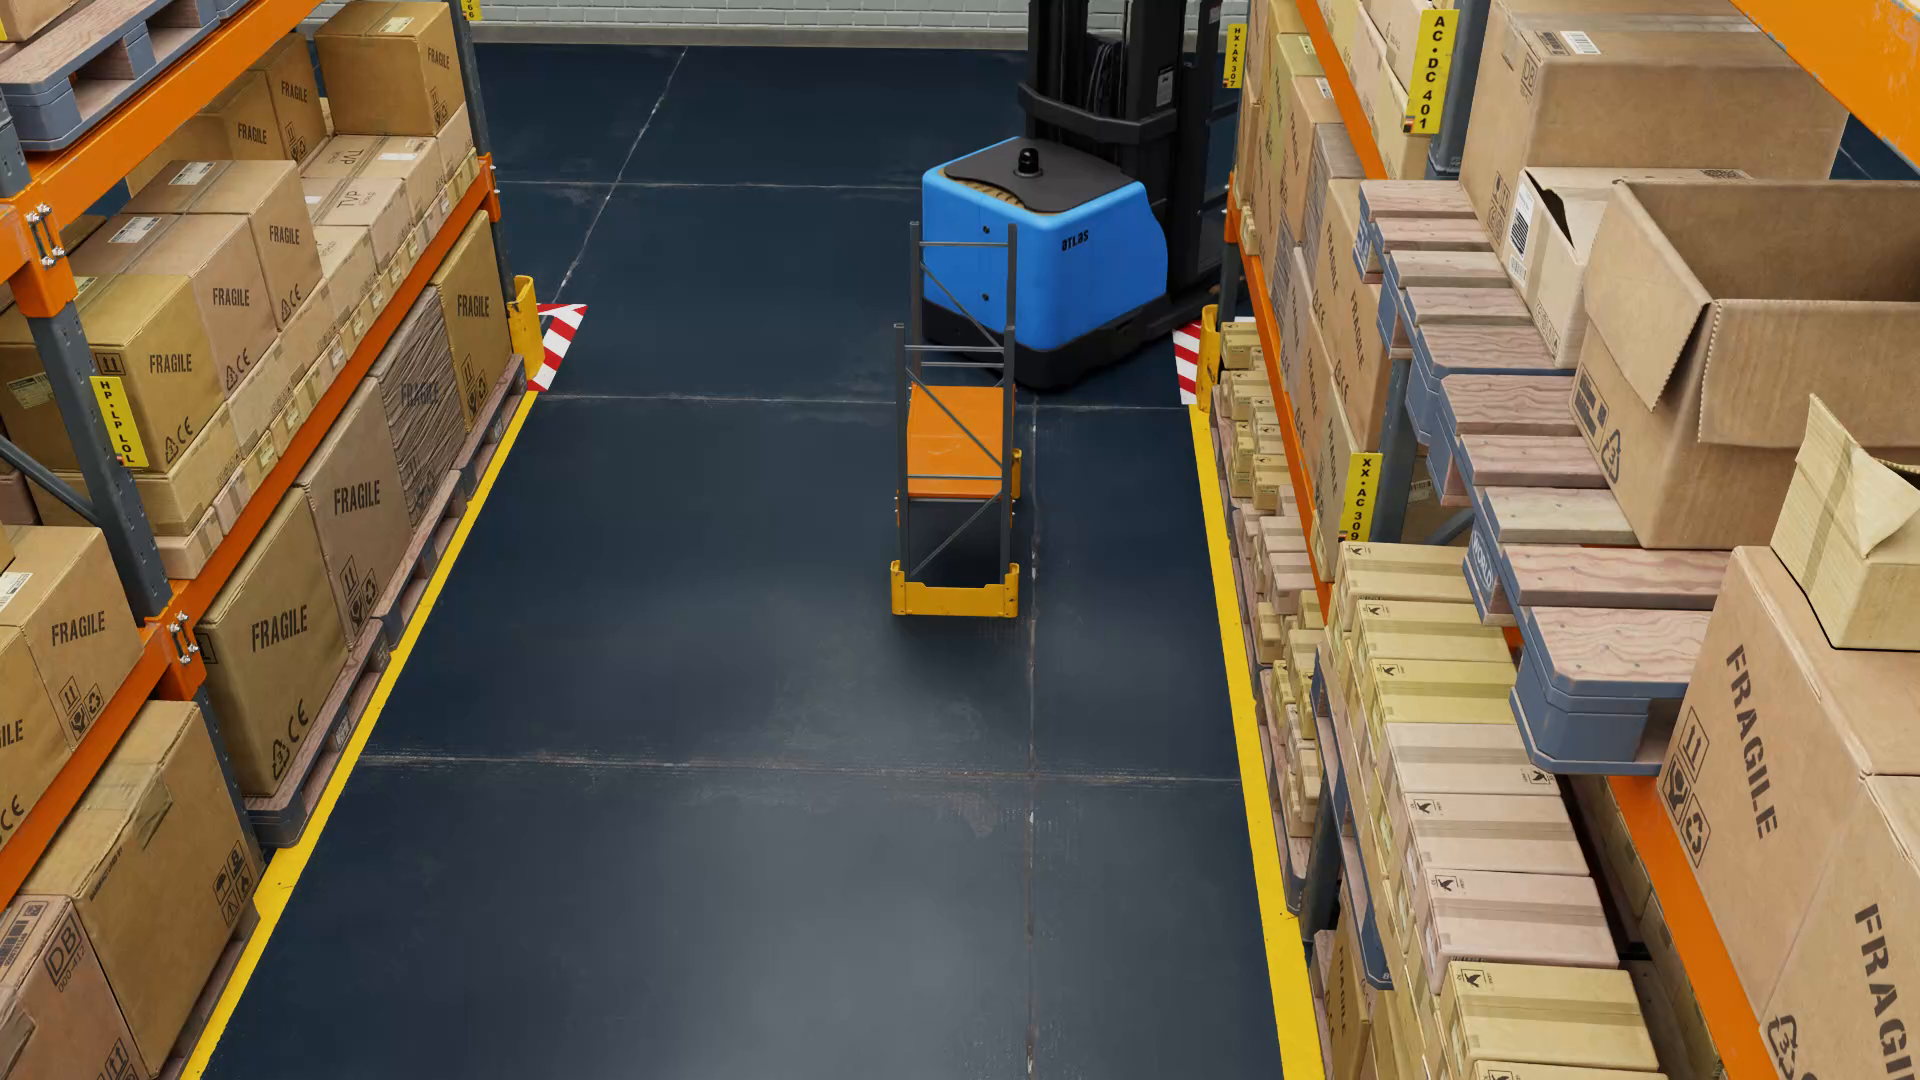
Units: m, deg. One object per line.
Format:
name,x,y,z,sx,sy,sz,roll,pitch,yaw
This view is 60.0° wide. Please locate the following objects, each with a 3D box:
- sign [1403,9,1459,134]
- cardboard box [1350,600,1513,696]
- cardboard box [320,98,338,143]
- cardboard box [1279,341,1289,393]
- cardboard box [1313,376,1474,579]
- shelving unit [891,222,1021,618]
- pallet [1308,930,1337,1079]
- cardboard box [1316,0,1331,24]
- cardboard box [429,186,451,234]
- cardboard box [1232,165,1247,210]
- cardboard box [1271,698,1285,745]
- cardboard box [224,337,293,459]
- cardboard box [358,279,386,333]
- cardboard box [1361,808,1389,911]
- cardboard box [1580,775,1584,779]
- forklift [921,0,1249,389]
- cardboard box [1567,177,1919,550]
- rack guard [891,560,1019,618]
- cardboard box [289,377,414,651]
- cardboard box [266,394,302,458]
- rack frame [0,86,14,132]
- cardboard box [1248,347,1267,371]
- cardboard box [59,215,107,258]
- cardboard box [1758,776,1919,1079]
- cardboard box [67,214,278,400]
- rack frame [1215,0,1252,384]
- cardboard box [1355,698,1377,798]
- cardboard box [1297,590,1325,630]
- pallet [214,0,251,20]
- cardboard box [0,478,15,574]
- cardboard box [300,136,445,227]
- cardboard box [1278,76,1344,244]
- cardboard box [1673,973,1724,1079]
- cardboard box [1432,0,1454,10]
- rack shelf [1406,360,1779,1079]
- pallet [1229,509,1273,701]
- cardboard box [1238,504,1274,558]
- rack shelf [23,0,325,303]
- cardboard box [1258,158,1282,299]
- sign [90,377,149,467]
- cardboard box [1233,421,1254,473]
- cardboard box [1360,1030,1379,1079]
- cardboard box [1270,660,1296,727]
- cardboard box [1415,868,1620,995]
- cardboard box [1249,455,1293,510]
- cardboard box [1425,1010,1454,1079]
sign,1.221,-1.210,4.304,0.100,0.325,0.005,1,35,2
cardboard box,1.283,0.301,4.549,0.380,0.149,0.250,2,35,3
cardboard box,-3.317,-2.024,8.393,0.500,0.250,0.500,0,35,1
cardboard box,1.532,-0.729,6.898,0.380,0.149,0.250,2,35,3
cardboard box,1.501,-0.210,5.594,0.500,0.500,0.500,1,35,2
shelving unit,-0.003,-0.570,7.756,0.587,1.500,1.083,1,35,2
pallet,1.734,1.826,5.469,1.003,0.211,1.213,1,35,2
cardboard box,1.586,-2.080,6.122,0.500,0.250,0.500,1,35,2
cardboard box,-2.733,-1.624,8.171,0.380,0.149,0.250,1,35,2
cardboard box,1.584,-1.780,8.392,0.380,0.149,0.250,1,35,2
cardboard box,1.479,0.698,6.762,0.380,0.149,0.250,0,35,0
cardboard box,-2.883,-0.545,6.289,0.500,0.250,0.500,1,35,2
cardboard box,-2.775,-1.040,7.340,0.380,0.149,0.250,2,35,3
cardboard box,1.258,0.831,4.312,0.380,0.149,0.250,2,35,2
cardboard box,1.936,0.550,4.712,0.380,0.149,0.250,2,35,2
forklift,1.172,-2.788,9.668,3.031,2.935,1.130,-30,45,-35
cardboard box,1.570,-0.320,3.032,0.797,0.503,0.637,1,35,1
rack guard,-0.023,0.228,7.709,0.587,0.250,0.087,1,35,2
cardboard box,-3.046,-0.132,7.312,0.875,0.875,0.875,1,35,2
cardboard box,-2.815,-0.448,6.498,0.380,0.149,0.250,0,35,1
rack frame,-3.188,-2.390,3.824,1.000,3.000,0.127,1,35,2
cardboard box,1.673,-0.855,8.455,0.380,0.149,0.250,2,35,3
cardboard box,-3.413,-0.861,6.085,0.500,0.500,0.500,2,35,2
cardboard box,1.379,0.646,2.027,0.500,0.500,0.500,1,35,2
cardboard box,-2.886,-0.854,6.077,0.500,0.500,0.500,1,35,2
rack frame,1.924,-2.061,8.574,1.000,3.000,0.127,1,35,2
cardboard box,1.270,0.560,4.440,0.380,0.149,0.250,2,35,3
cardboard box,1.580,0.340,6.754,0.380,0.149,0.250,2,35,3
pallet,-3.093,-2.295,6.375,1.003,0.211,1.213,1,35,2
cardboard box,-3.206,-0.019,4.710,0.797,0.503,0.637,0,35,1
cardboard box,-2.803,-1.718,7.957,0.500,0.250,0.500,1,35,1
cardboard box,1.567,-1.500,6.560,0.500,0.500,0.500,0,35,0
cardboard box,1.896,1.150,3.859,0.380,0.149,0.250,3,35,4
cardboard box,1.503,-1.482,4.491,0.380,0.149,0.250,0,35,0
rack shelf,1.683,0.453,3.013,1.077,0.370,4.000,1,35,2
pallet,1.801,0.289,7.656,1.003,0.211,1.213,1,35,2
cardboard box,1.520,-0.043,7.817,0.380,0.149,0.250,0,35,0
rack shelf,-3.108,-2.017,6.529,1.077,0.370,4.000,1,35,2
cardboard box,1.602,-1.383,7.263,0.500,0.500,0.500,2,35,3
sign,-2.646,-0.370,5.229,0.100,0.325,0.005,1,35,2
cardboard box,1.539,-0.449,8.136,0.380,0.149,0.250,2,35,3
cardboard box,1.449,1.811,4.874,0.500,0.500,0.500,3,35,4
cardboard box,1.450,0.612,6.626,0.380,0.149,0.250,0,35,0
cardboard box,1.237,0.883,3.720,0.380,0.149,0.250,3,35,4
cardboard box,1.531,-0.260,7.608,0.380,0.149,0.250,2,35,3
cardboard box,1.227,1.161,3.584,0.380,0.149,0.250,1,35,1
